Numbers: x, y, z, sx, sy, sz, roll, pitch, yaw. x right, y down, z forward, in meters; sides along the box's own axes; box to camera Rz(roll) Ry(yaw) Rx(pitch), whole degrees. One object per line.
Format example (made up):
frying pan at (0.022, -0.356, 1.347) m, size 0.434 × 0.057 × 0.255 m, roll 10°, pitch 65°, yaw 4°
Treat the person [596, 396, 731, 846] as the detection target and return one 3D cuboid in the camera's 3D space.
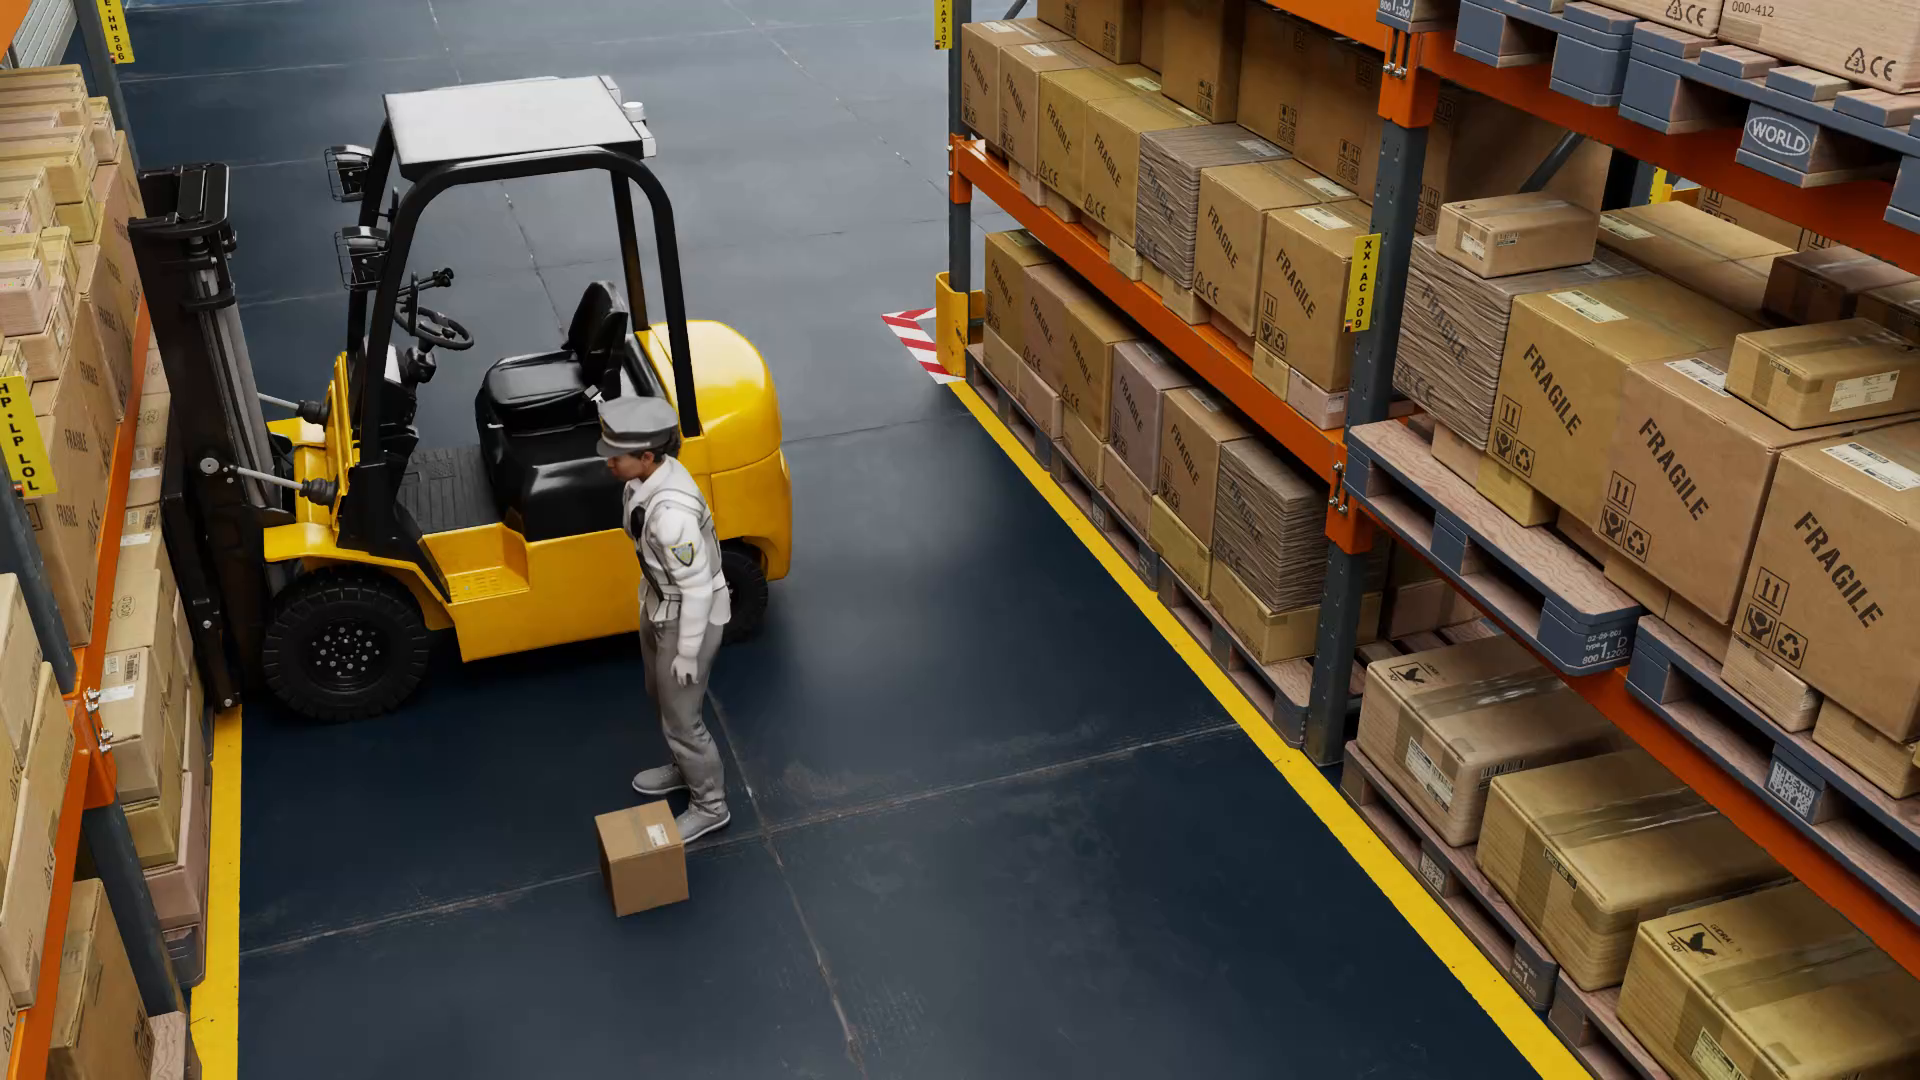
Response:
person at (-0.976, 0.276, 5.649) m, size 0.375 × 1.662 × 0.532 m, roll -12°, pitch 32°, yaw -20°
